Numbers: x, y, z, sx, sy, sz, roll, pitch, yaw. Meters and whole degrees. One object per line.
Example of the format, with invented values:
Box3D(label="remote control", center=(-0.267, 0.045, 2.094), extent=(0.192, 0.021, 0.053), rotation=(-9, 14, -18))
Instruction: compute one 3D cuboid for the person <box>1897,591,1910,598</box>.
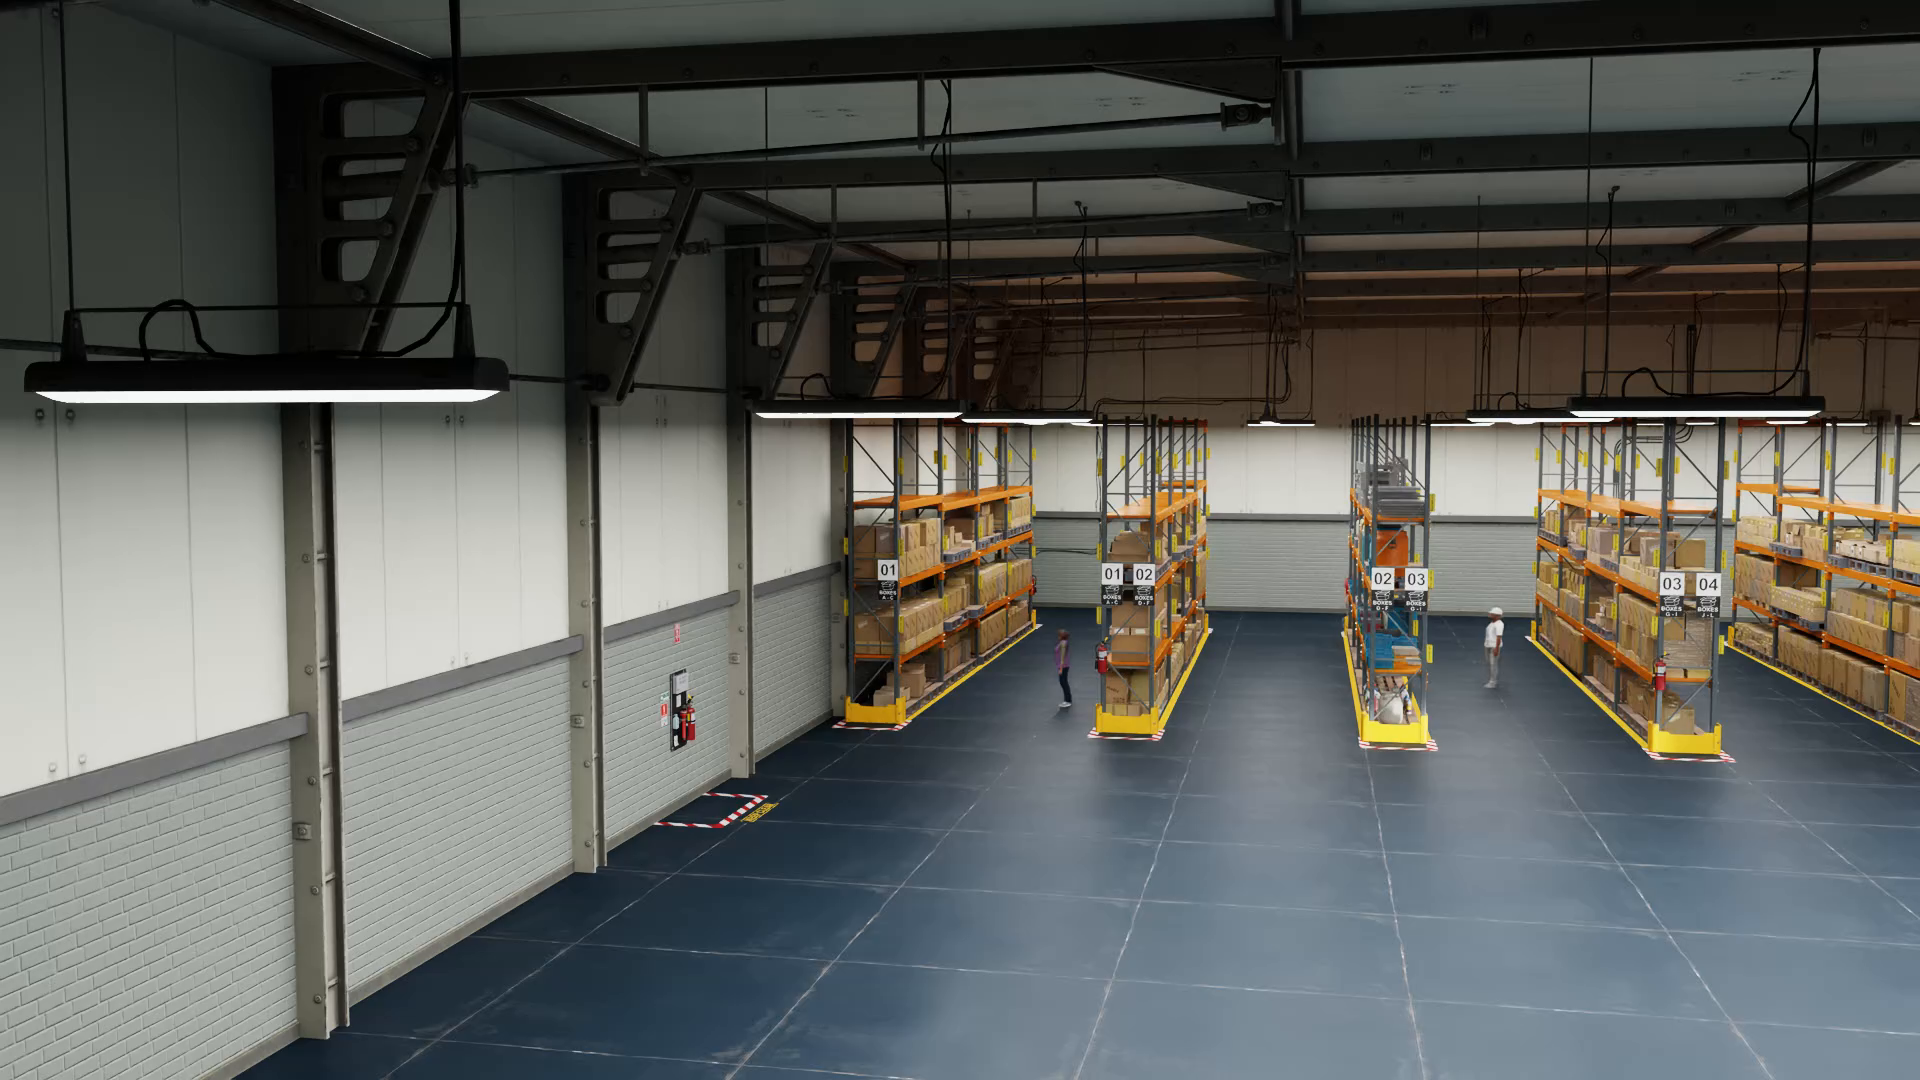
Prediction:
Box3D(label="person", center=(22.987, 2.149, 40.578), extent=(0.612, 1.805, 0.604), rotation=(-1, 4, -9))

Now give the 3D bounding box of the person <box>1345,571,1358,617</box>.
Box3D(label="person", center=(11.267, 1.717, 47.454), extent=(0.549, 1.747, 0.529), rotation=(1, 4, 9))

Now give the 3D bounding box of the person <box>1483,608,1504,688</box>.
Box3D(label="person", center=(11.835, 2.387, 36.995), extent=(0.567, 1.767, 0.576), rotation=(-1, 4, -18))

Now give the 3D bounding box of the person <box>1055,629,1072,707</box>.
Box3D(label="person", center=(2.138, 2.648, 34.283), extent=(0.349, 1.629, 0.511), rotation=(0, 4, 6))
